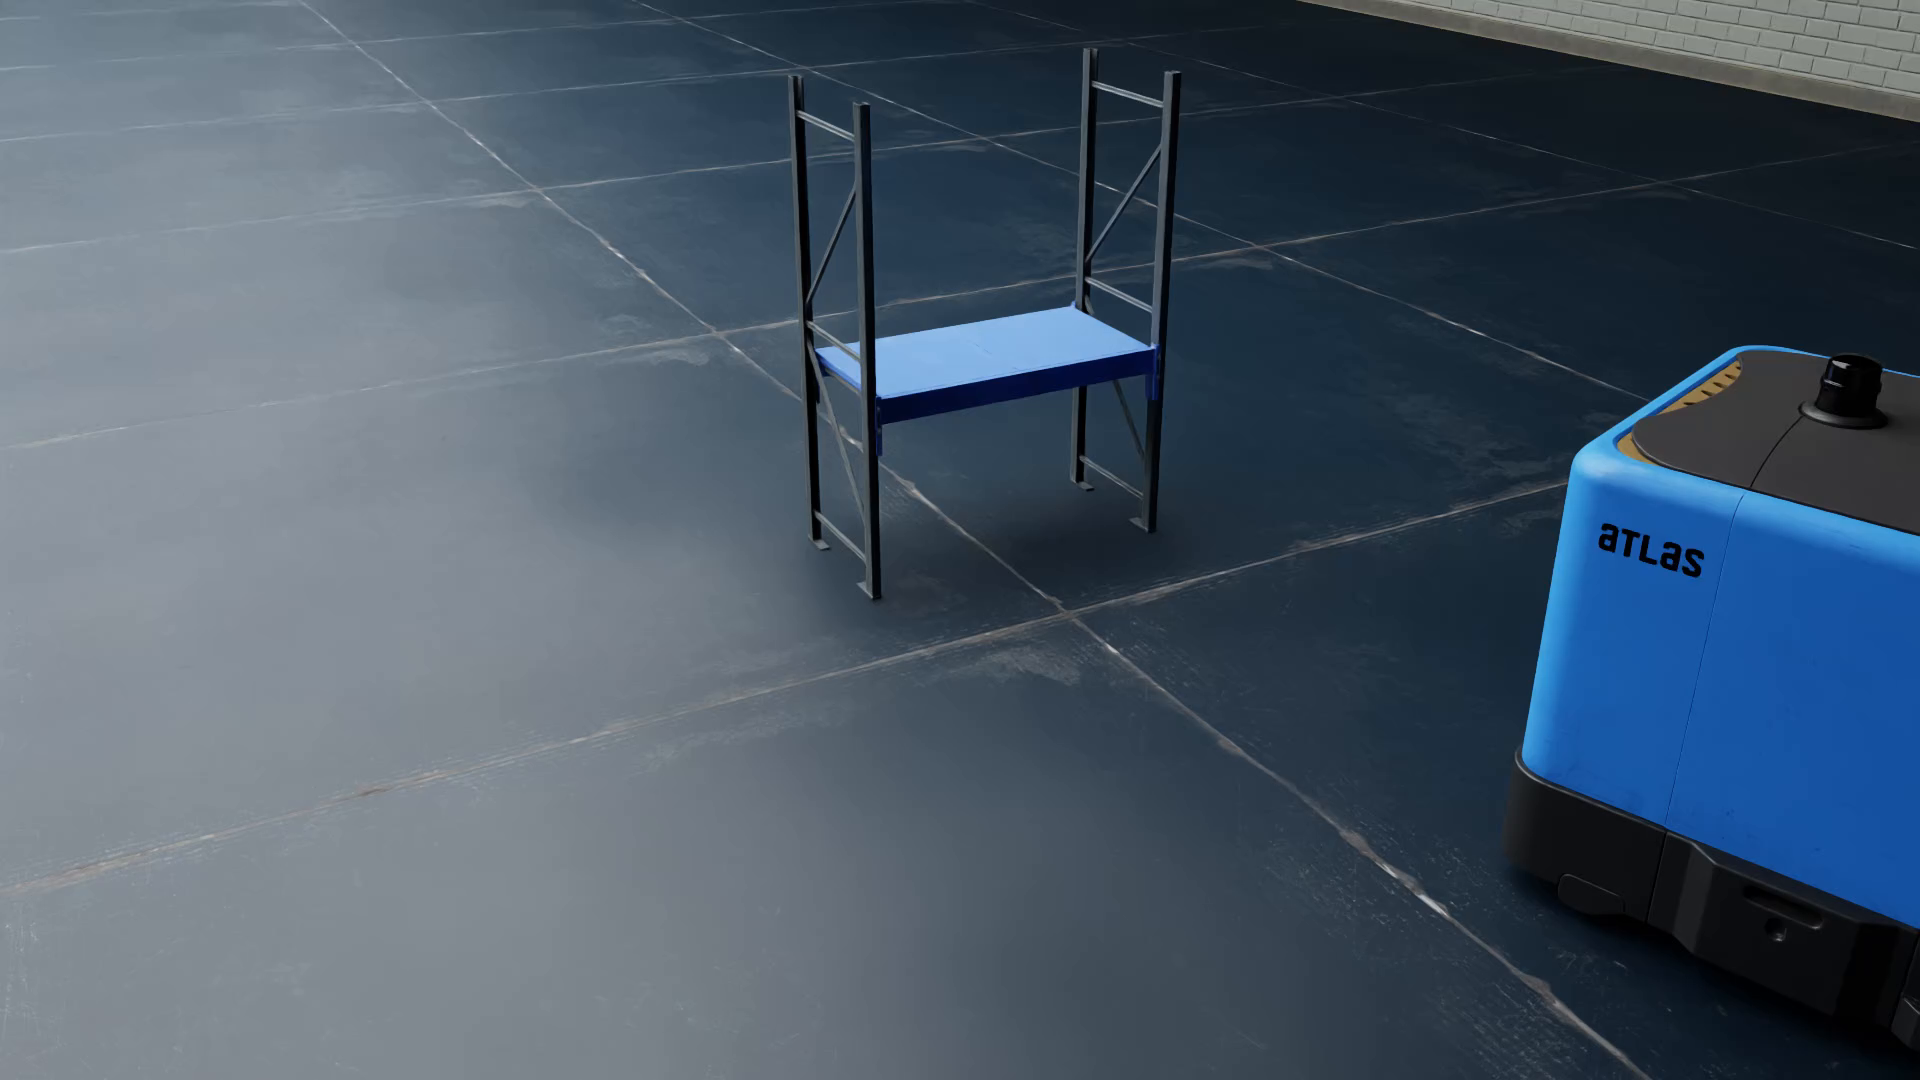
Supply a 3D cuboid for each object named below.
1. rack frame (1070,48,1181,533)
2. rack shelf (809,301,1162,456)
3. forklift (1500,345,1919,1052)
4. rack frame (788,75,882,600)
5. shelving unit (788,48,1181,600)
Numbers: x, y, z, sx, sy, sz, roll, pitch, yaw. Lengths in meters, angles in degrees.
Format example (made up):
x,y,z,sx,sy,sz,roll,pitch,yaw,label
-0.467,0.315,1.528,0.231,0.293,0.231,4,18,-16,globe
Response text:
x,y,z,sx,sy,sz,roll,pitch,yaw,label
0.524,-0.797,5.429,0.032,1.500,0.500,-13,29,-25,rack frame
0.075,-0.531,5.291,1.000,0.185,0.538,-13,29,-25,rack shelf
2.678,-0.260,2.658,3.031,2.935,1.130,22,33,37,forklift
-0.373,-0.590,4.998,0.032,1.500,0.500,-13,29,-25,rack frame
0.075,-0.693,5.214,1.048,1.500,0.538,-13,29,-25,shelving unit
